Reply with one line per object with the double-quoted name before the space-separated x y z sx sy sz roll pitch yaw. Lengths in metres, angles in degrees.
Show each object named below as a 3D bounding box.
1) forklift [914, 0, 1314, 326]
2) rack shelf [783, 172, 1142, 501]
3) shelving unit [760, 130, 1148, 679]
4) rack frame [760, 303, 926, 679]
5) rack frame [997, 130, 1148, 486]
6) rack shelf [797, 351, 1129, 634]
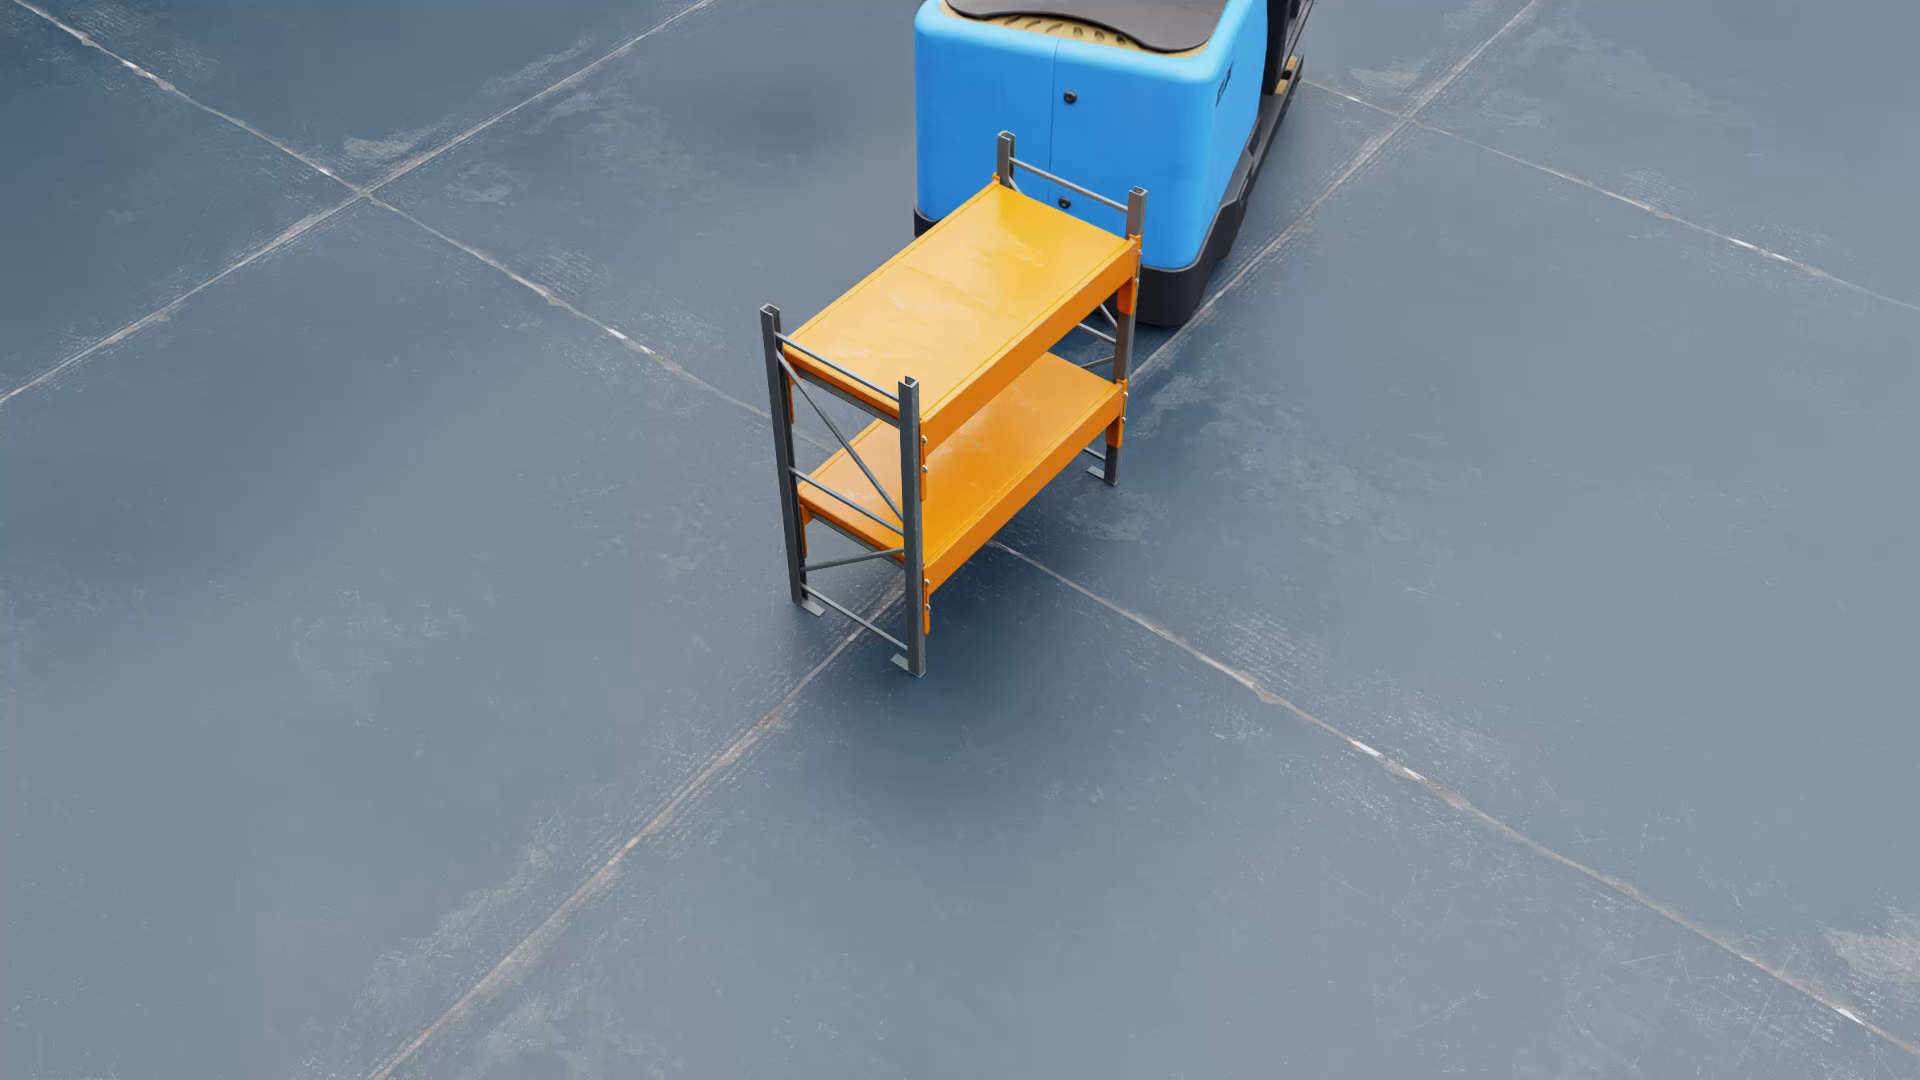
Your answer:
"forklift" 0.811 -2.854 5.949 1.130 2.935 3.031 15 48 14
"rack shelf" 0.004 -0.595 4.635 0.538 0.278 1.000 29 53 25
"shelving unit" 0.004 -0.392 4.847 0.538 1.125 1.048 29 53 25
"rack frame" -0.307 -0.102 4.569 0.500 1.125 0.032 29 53 25
"rack frame" 0.315 -0.683 5.125 0.500 1.125 0.032 29 53 25
"rack shelf" 0.004 -0.224 5.024 0.538 0.278 1.000 29 53 25
